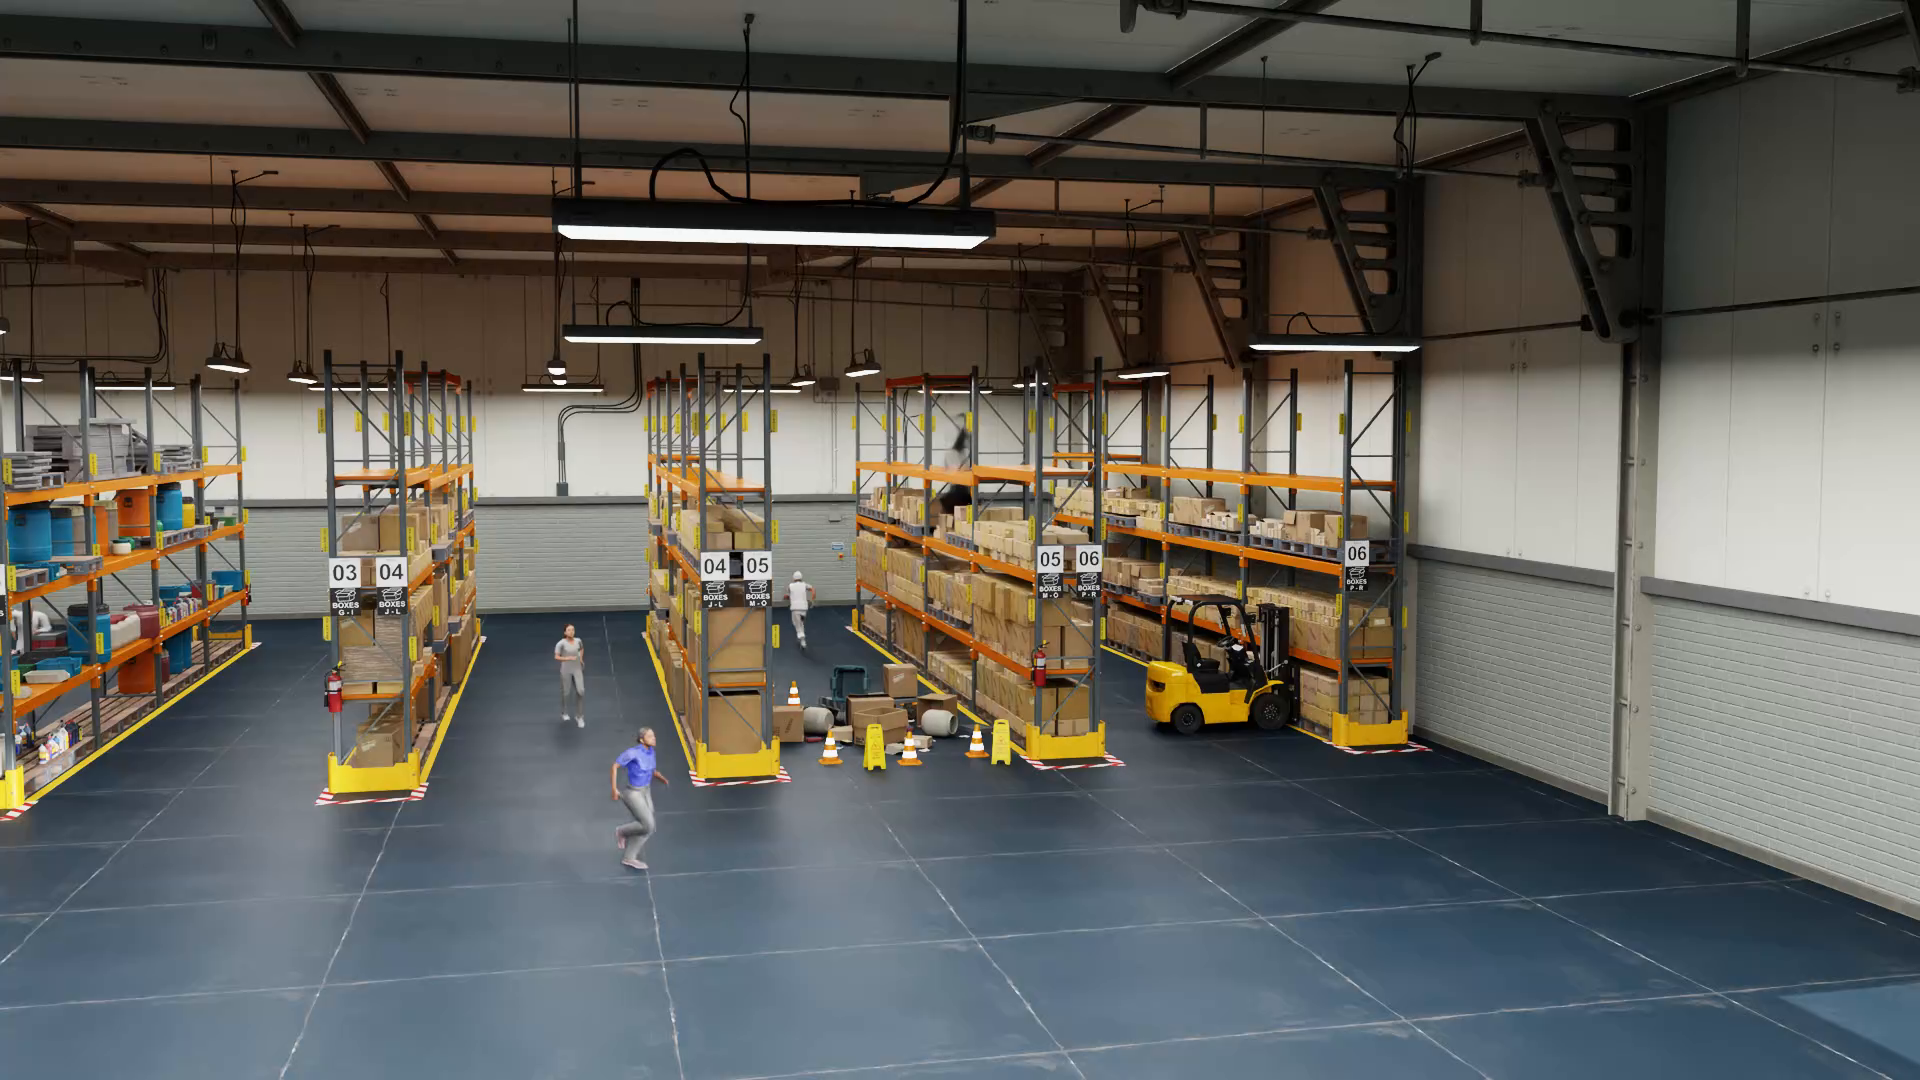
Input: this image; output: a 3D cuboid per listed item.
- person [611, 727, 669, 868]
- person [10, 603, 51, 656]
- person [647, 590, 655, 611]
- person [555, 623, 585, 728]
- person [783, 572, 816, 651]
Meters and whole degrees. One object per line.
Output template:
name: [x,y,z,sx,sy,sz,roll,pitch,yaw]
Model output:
person: [-3.590,2.910,18.766,0.629,1.605,0.616,2,4,24]
person: [-17.618,1.992,31.546,0.752,1.744,1.057,-1,4,-20]
person: [-7.240,1.405,40.150,0.632,1.636,0.620,-2,4,-28]
person: [-6.490,2.235,27.677,0.550,1.718,0.796,-2,5,-28]
person: [-3.511,1.597,36.431,0.649,1.779,0.970,-2,4,-21]
